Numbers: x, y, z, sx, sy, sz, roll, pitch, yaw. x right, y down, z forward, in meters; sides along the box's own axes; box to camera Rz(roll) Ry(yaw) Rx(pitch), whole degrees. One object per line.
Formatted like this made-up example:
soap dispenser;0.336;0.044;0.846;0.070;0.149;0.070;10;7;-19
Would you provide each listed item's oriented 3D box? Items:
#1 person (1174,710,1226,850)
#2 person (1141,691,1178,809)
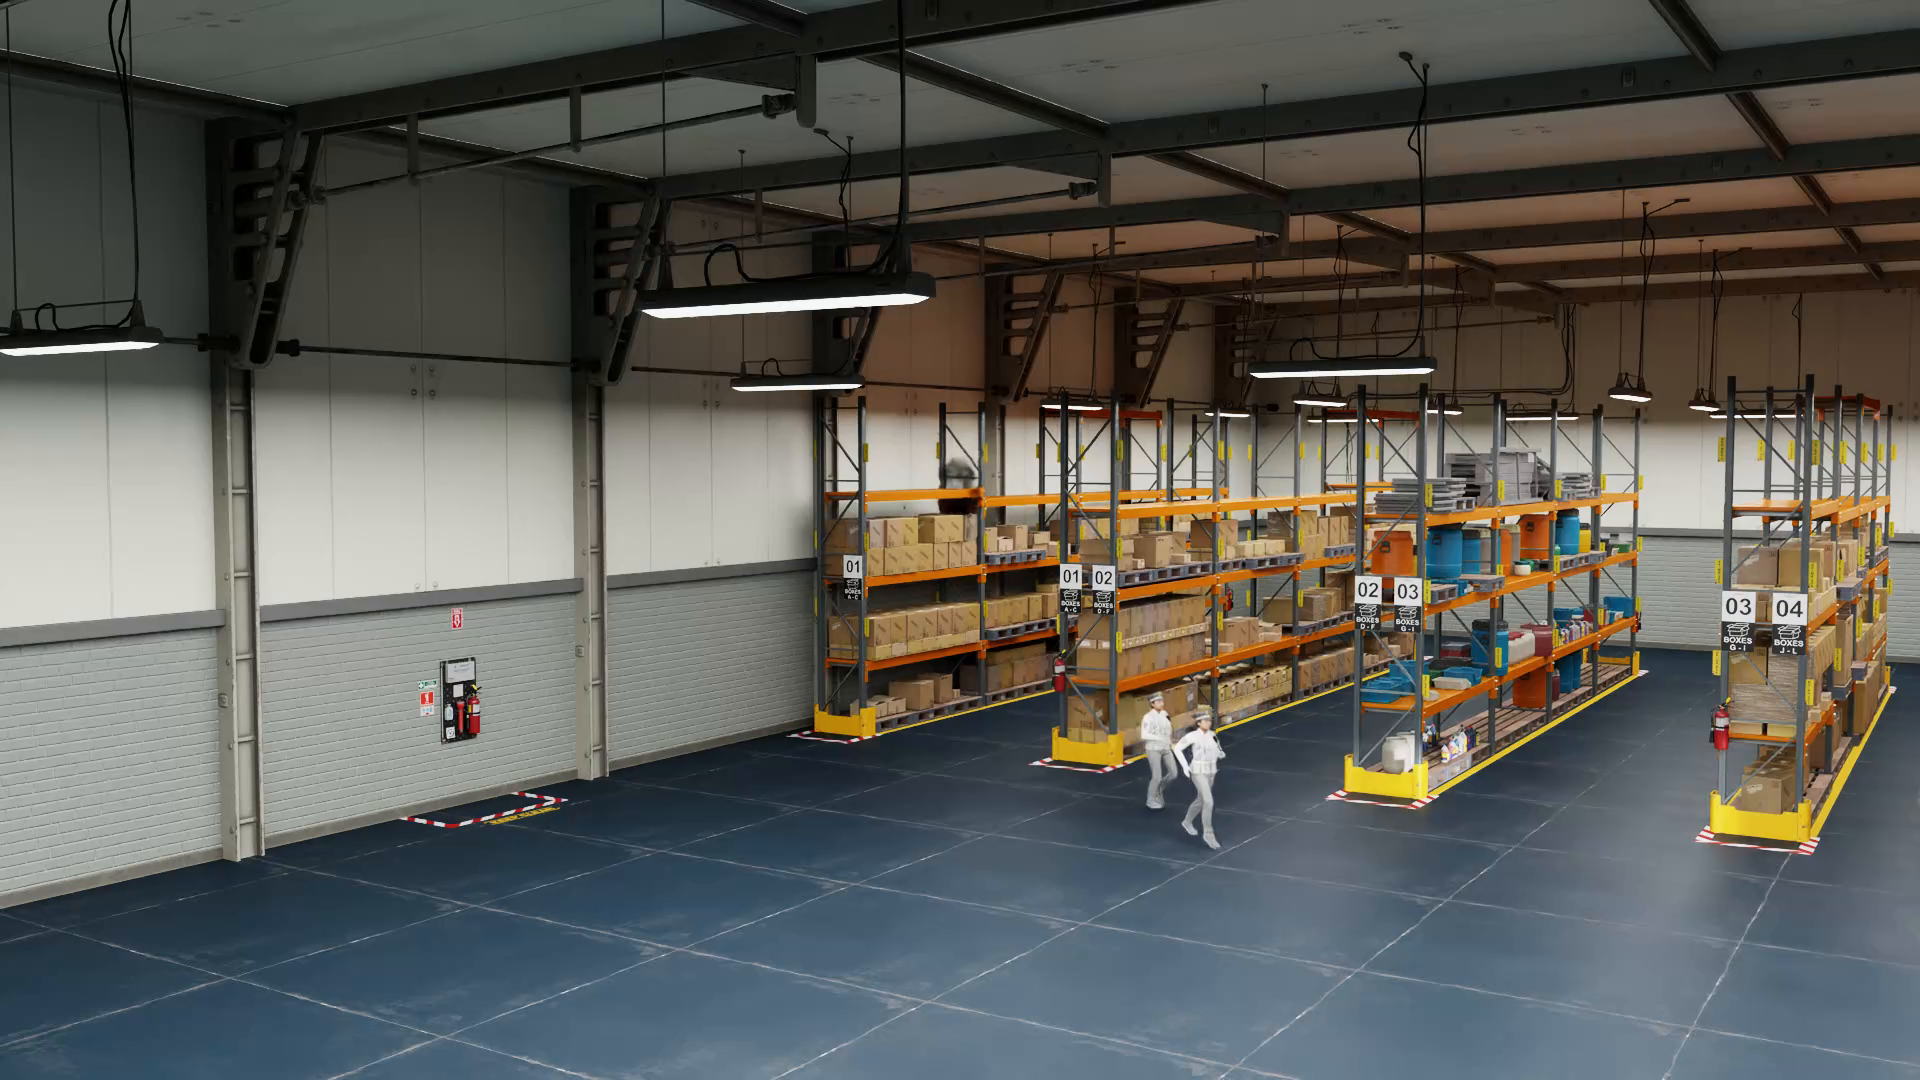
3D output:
person;3.100;3.031;21.293;0.589;1.747;0.769;-2;4;-39
person;2.823;2.942;23.228;0.601;1.651;0.562;-2;4;-32
